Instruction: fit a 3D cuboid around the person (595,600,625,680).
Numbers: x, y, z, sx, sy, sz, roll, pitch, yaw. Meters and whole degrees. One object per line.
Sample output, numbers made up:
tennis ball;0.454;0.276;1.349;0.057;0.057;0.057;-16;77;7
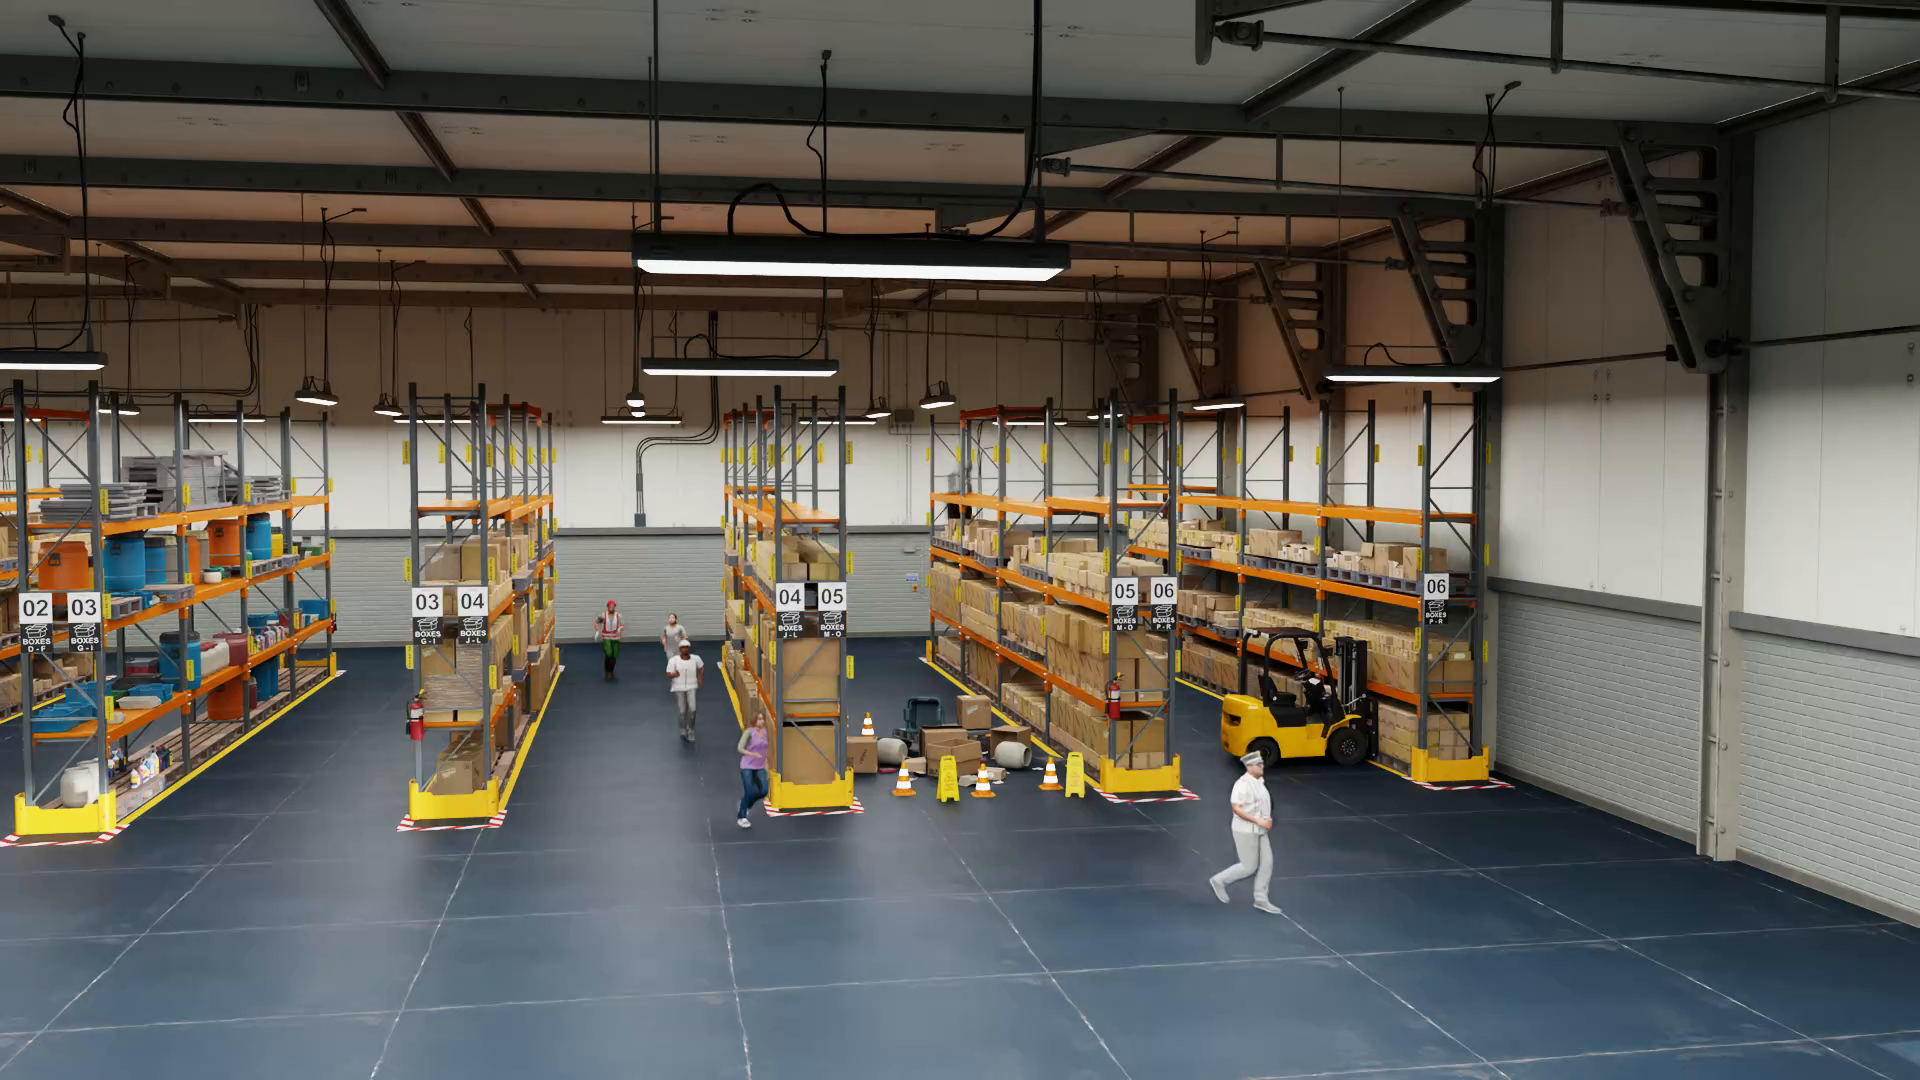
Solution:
person;-7.801;2.229;37.134;0.646;1.777;0.782;-1;3;-24

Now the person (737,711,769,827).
person;-2.742;3.089;22.482;0.552;1.549;0.554;-3;4;-42

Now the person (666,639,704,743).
person;-4.803;2.648;29.132;0.673;1.812;0.706;-1;3;-11

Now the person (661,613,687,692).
person;-6.114;2.409;35.585;0.564;1.612;0.720;0;3;-4

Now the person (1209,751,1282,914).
person;3.176;3.196;18.351;0.794;1.786;0.689;2;3;33
